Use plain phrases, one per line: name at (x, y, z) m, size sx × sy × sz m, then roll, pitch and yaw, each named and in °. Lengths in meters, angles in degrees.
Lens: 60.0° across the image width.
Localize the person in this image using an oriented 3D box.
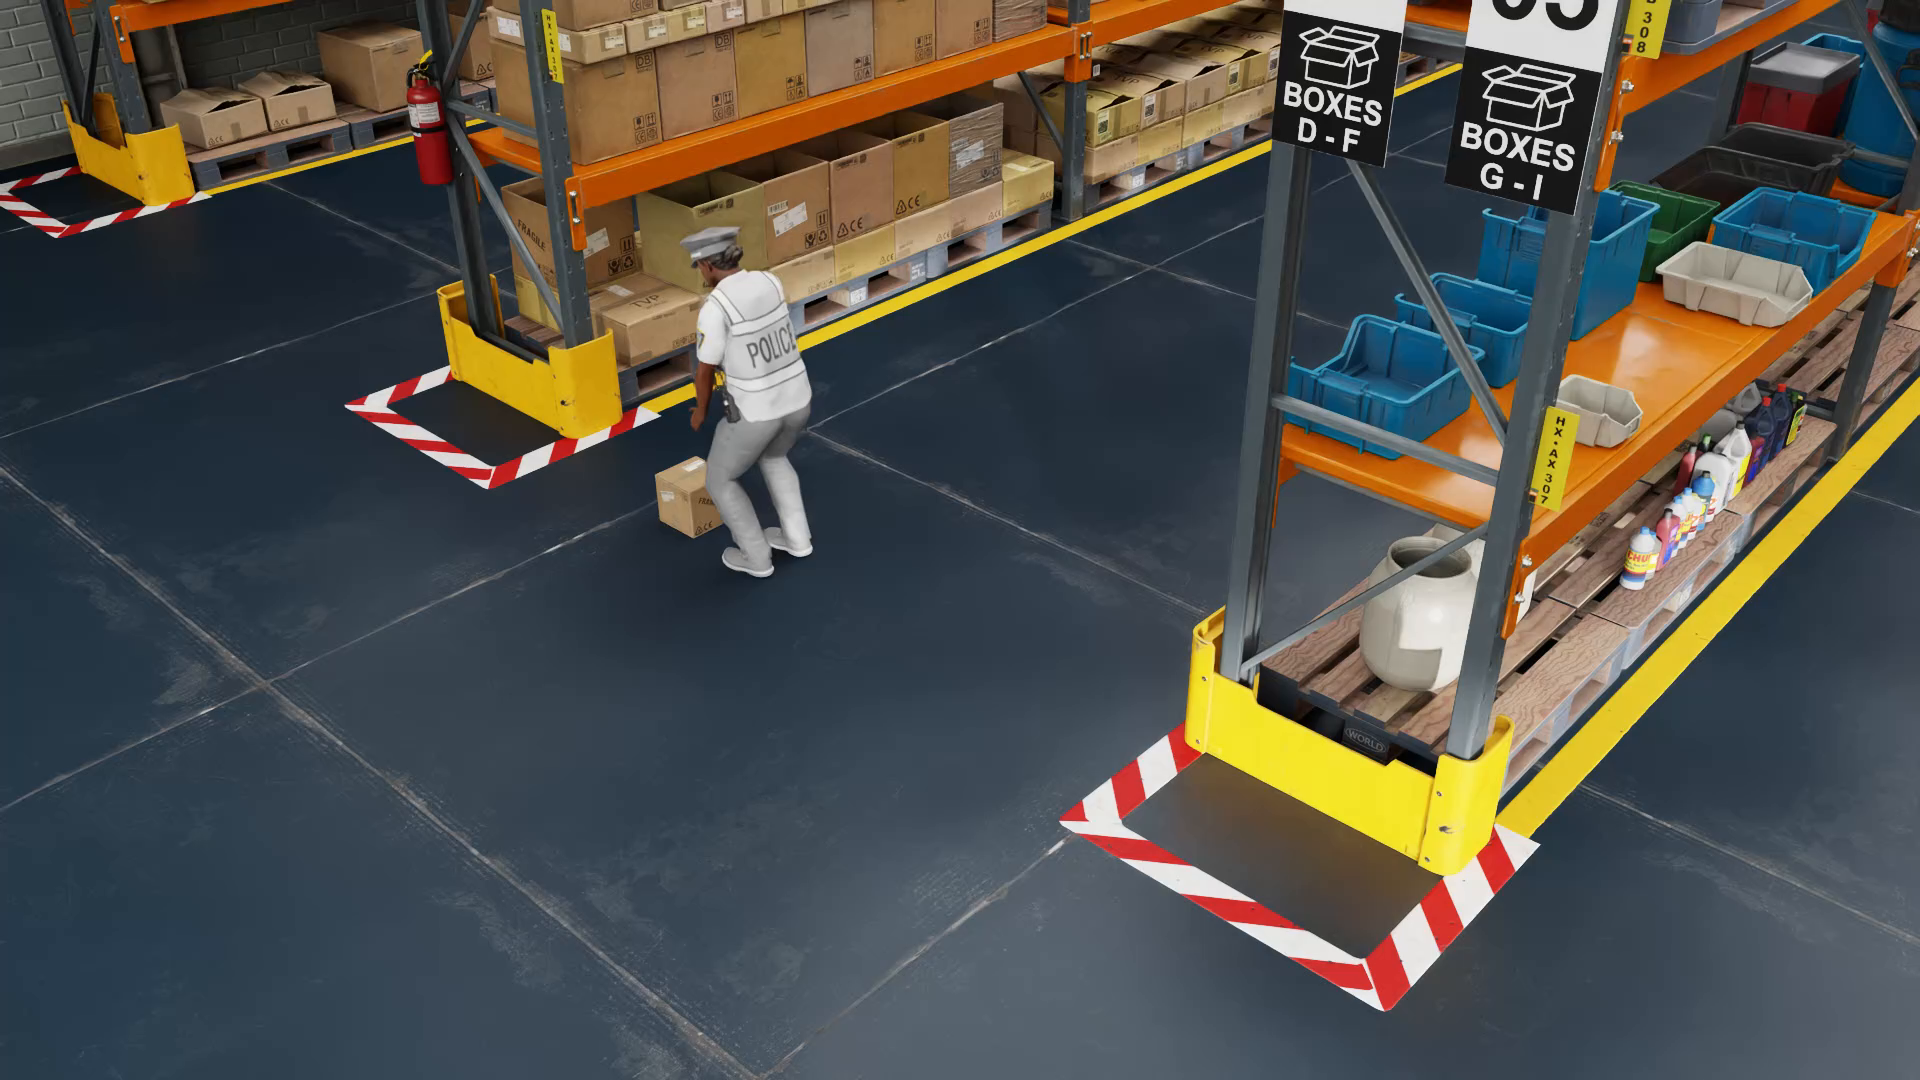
person at (-0.924, -0.582, 7.192) m, size 0.540 × 1.563 × 0.476 m, roll 26°, pitch 40°, yaw 36°
